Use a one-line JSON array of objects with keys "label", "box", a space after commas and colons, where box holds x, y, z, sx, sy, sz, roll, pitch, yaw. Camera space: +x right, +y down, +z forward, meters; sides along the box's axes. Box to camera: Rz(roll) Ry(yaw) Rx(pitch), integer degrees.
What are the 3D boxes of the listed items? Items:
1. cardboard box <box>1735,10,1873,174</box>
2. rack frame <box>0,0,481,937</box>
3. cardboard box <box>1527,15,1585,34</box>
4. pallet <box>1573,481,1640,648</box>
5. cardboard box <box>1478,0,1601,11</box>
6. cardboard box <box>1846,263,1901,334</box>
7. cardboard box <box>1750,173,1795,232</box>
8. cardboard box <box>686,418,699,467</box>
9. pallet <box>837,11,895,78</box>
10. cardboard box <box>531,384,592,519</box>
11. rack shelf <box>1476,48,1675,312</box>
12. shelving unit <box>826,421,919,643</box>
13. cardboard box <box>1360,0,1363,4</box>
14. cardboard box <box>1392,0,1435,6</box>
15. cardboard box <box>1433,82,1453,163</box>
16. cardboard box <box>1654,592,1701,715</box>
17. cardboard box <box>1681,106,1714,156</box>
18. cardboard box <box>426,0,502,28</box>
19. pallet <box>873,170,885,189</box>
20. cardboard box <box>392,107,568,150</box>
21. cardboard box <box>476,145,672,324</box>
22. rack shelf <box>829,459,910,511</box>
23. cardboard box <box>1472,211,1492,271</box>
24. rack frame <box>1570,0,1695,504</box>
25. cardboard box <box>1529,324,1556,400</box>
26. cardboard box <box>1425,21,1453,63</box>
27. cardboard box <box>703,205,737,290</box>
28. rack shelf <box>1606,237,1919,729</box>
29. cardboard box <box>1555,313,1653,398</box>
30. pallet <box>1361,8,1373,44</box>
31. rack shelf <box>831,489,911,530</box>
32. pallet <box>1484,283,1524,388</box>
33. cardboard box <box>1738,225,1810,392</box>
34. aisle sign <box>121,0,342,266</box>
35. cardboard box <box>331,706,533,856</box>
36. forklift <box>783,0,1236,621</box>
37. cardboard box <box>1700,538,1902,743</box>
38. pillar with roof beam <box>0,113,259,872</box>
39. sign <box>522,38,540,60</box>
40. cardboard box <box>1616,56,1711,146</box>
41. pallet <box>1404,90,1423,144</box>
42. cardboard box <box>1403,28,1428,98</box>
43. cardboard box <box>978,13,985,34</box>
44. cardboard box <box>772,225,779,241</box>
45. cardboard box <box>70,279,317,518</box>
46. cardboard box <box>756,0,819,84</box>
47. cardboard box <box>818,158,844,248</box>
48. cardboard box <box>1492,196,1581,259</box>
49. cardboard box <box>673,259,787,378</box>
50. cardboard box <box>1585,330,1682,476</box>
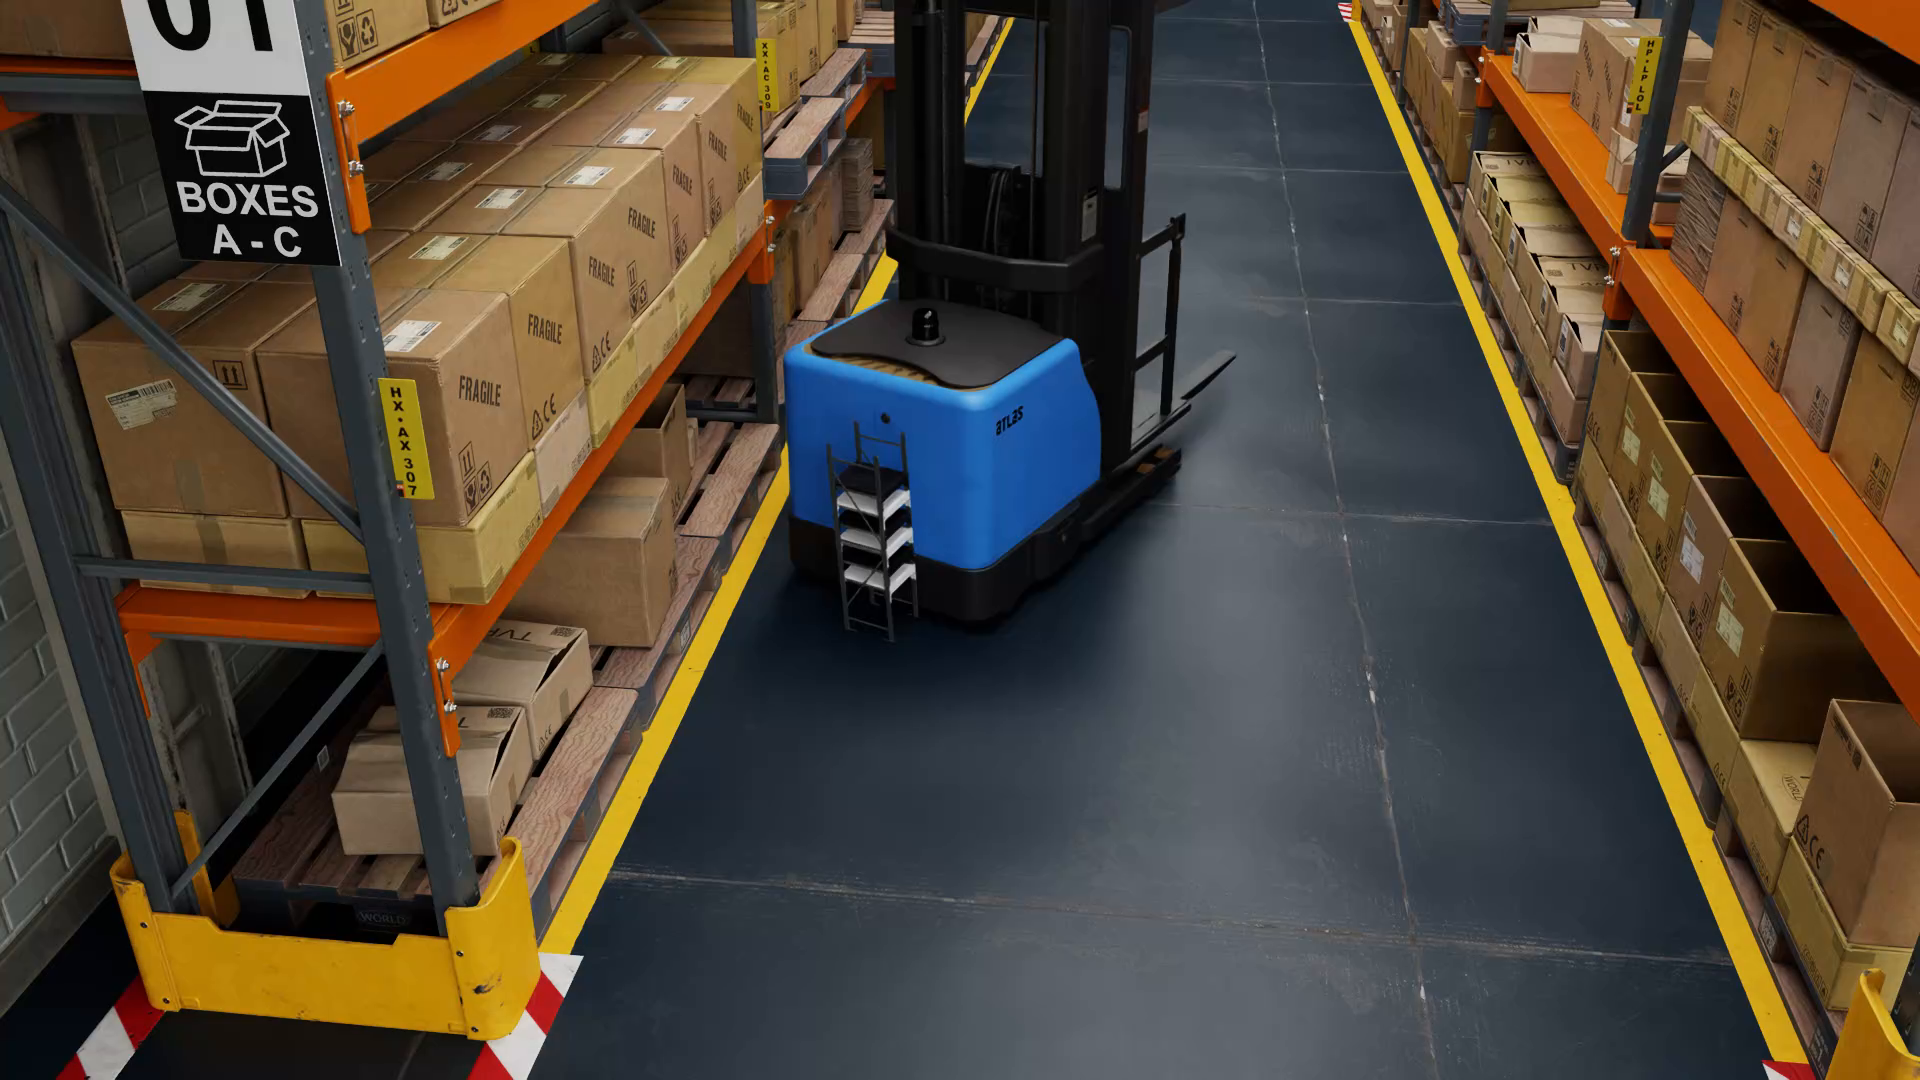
[{"label": "cardboard box", "box": [3.380, -1.664, 6.203, 0.700, 0.500, 0.500, 3, 28, 6]}, {"label": "rack frame", "box": [-1.918, 0.100, 4.401, 1.000, 3.000, 0.127, 3, 28, 6]}, {"label": "cardboard box", "box": [3.891, -3.171, 10.568, 0.500, 0.311, 0.500, 5, 29, 9]}, {"label": "pallet", "box": [3.350, 0.103, 7.336, 1.003, 0.211, 1.213, 3, 28, 6]}, {"label": "cardboard box", "box": [3.944, -3.911, 11.299, 0.700, 0.500, 0.500, -6, 29, -11]}, {"label": "cardboard box", "box": [3.013, -0.744, 5.178, 0.380, 0.149, 0.250, 4, 29, 8]}, {"label": "cardboard box", "box": [3.139, -1.230, 6.081, 0.380, 0.149, 0.250, 2, 28, 5]}, {"label": "cardboard box", "box": [-1.464, -0.475, 7.993, 0.380, 0.166, 0.250, 0, 28, 0]}, {"label": "pallet", "box": [-0.920, -3.239, 10.802, 1.213, 0.211, 1.003, 3, 28, 6]}, {"label": "cardboard box", "box": [-1.494, -0.299, 5.279, 0.500, 0.250, 0.500, 2, 28, 5]}, {"label": "rack shelf", "box": [3.734, -2.121, 9.283, 1.077, 0.370, 4.000, 3, 28, 6]}, {"label": "shelving unit", "box": [-0.353, -0.025, 6.831, 0.258, 0.900, 0.210, 15, 37, 26]}, {"label": "cardboard box", "box": [4.567, -5.906, 18.093, 0.380, 0.149, 0.250, 3, 28, 6]}, {"label": "cardboard box", "box": [4.694, -5.241, 16.484, 0.797, 0.503, 0.637, 3, 28, 6]}, {"label": "cardboard box", "box": [3.924, -3.170, 12.643, 0.500, 0.500, 0.500, 2, 28, 4]}, {"label": "cardboard box", "box": [2.943, 0.436, 6.235, 0.500, 0.250, 0.500, 3, 28, 6]}, {"label": "cardboard box", "box": [3.263, -1.711, 6.973, 0.380, 0.149, 0.250, 3, 28, 6]}, {"label": "cardboard box", "box": [-1.528, -1.667, 4.392, 0.500, 0.500, 0.500, 5, 29, 10]}, {"label": "pallet", "box": [-0.767, -2.804, 12.733, 1.003, 0.211, 1.213, 3, 28, 6]}, {"label": "cardboard box", "box": [-1.827, -1.369, 6.474, 0.500, 0.500, 0.500, 4, 29, 8]}, {"label": "cardboard box", "box": [-1.370, -1.098, 5.972, 0.500, 0.500, 0.500, 4, 29, 8]}, {"label": "rack shelf", "box": [-0.364, -0.223, 6.702, 0.258, 0.077, 0.200, 15, 37, 26]}, {"label": "cardboard box", "box": [3.562, -1.887, 10.547, 0.500, 0.250, 0.500, 3, 28, 5]}, {"label": "rack frame", "box": [3.489, -1.496, 7.365, 1.000, 3.000, 0.127, 3, 28, 6]}, {"label": "cardboard box", "box": [3.315, -0.921, 8.753, 0.500, 0.250, 0.500, 3, 28, 5]}, {"label": "cardboard box", "box": [4.045, -4.001, 13.395, 0.500, 0.250, 0.500, 3, 29, 6]}, {"label": "cardboard box", "box": [-1.255, -1.251, 7.046, 0.500, 0.250, 0.500, 3, 29, 6]}, {"label": "rack shelf", "box": [3.244, -0.238, 5.788, 1.077, 0.370, 4.000, 3, 28, 6]}, {"label": "cardboard box", "box": [3.254, -0.925, 8.169, 0.500, 0.311, 0.500, 3, 28, 6]}, {"label": "pallet", "box": [4.853, -5.506, 17.748, 1.003, 0.211, 1.213, 3, 28, 6]}, {"label": "rack shelf", "box": [-0.359, -0.148, 6.751, 0.258, 0.077, 0.200, 15, 37, 26]}, {"label": "pallet", "box": [3.687, -1.194, 9.743, 1.003, 0.211, 1.213, 3, 28, 6]}, {"label": "cardboard box", "box": [3.317, -0.847, 6.053, 0.700, 0.500, 0.500, 4, 29, 7]}, {"label": "aisle sign", "box": [-1.629, -0.993, 3.689, 0.394, 0.787, 0.004, 3, 28, 6]}, {"label": "cardboard box", "box": [-1.744, 0.770, 5.529, 0.500, 0.311, 0.500, 0, 28, 0]}, {"label": "forklift", "box": [0.447, -1.609, 7.646, 1.130, 2.935, 3.031, 16, 32, 28]}, {"label": "cardboard box", "box": [2.877, 0.341, 5.621, 0.500, 0.500, 0.500, 3, 28, 6]}, {"label": "pillar with roof beam", "box": [1.581, -2.670, 3.219, 9.100, 9.000, 0.400, 3, 28, 6]}, {"label": "sign", "box": [-1.980, -2.323, 7.678, 0.100, 0.325, 0.005, 3, 28, 6]}, {"label": "cardboard box", "box": [3.663, -2.149, 8.471, 0.500, 0.500, 0.500, 5, 29, 10]}, {"label": "pallet", "box": [4.407, -3.649, 14.301, 1.003, 0.211, 1.213, 3, 28, 6]}, {"label": "cardboard box", "box": [4.168, -4.142, 14.447, 0.500, 0.500, 0.500, 2, 28, 4]}, {"label": "cardboard box", "box": [-0.125, -5.456, 16.908, 0.700, 0.500, 0.500, 4, 29, 7]}, {"label": "cardboard box", "box": [-1.304, -1.761, 9.237, 0.500, 0.250, 0.500, 3, 28, 5]}, {"label": "cardboard box", "box": [-2.072, -0.407, 4.689, 0.500, 0.500, 0.500, 3, 28, 6]}, {"label": "cardboard box", "box": [-1.207, -2.832, 9.275, 0.700, 0.500, 0.500, 7, 29, 13]}, {"label": "cardboard box", "box": [-1.153, -2.181, 10.807, 0.700, 0.500, 0.500, 3, 28, 6]}, {"label": "cardboard box", "box": [3.502, -1.883, 9.948, 0.500, 0.311, 0.500, 3, 28, 5]}, {"label": "cardboard box", "box": [-1.355, -1.223, 9.029, 0.700, 0.500, 0.500, 4, 29, 8]}, {"label": "cardboard box", "box": [3.121, -0.601, 7.368, 0.500, 0.500, 0.500, 3, 28, 6]}]
